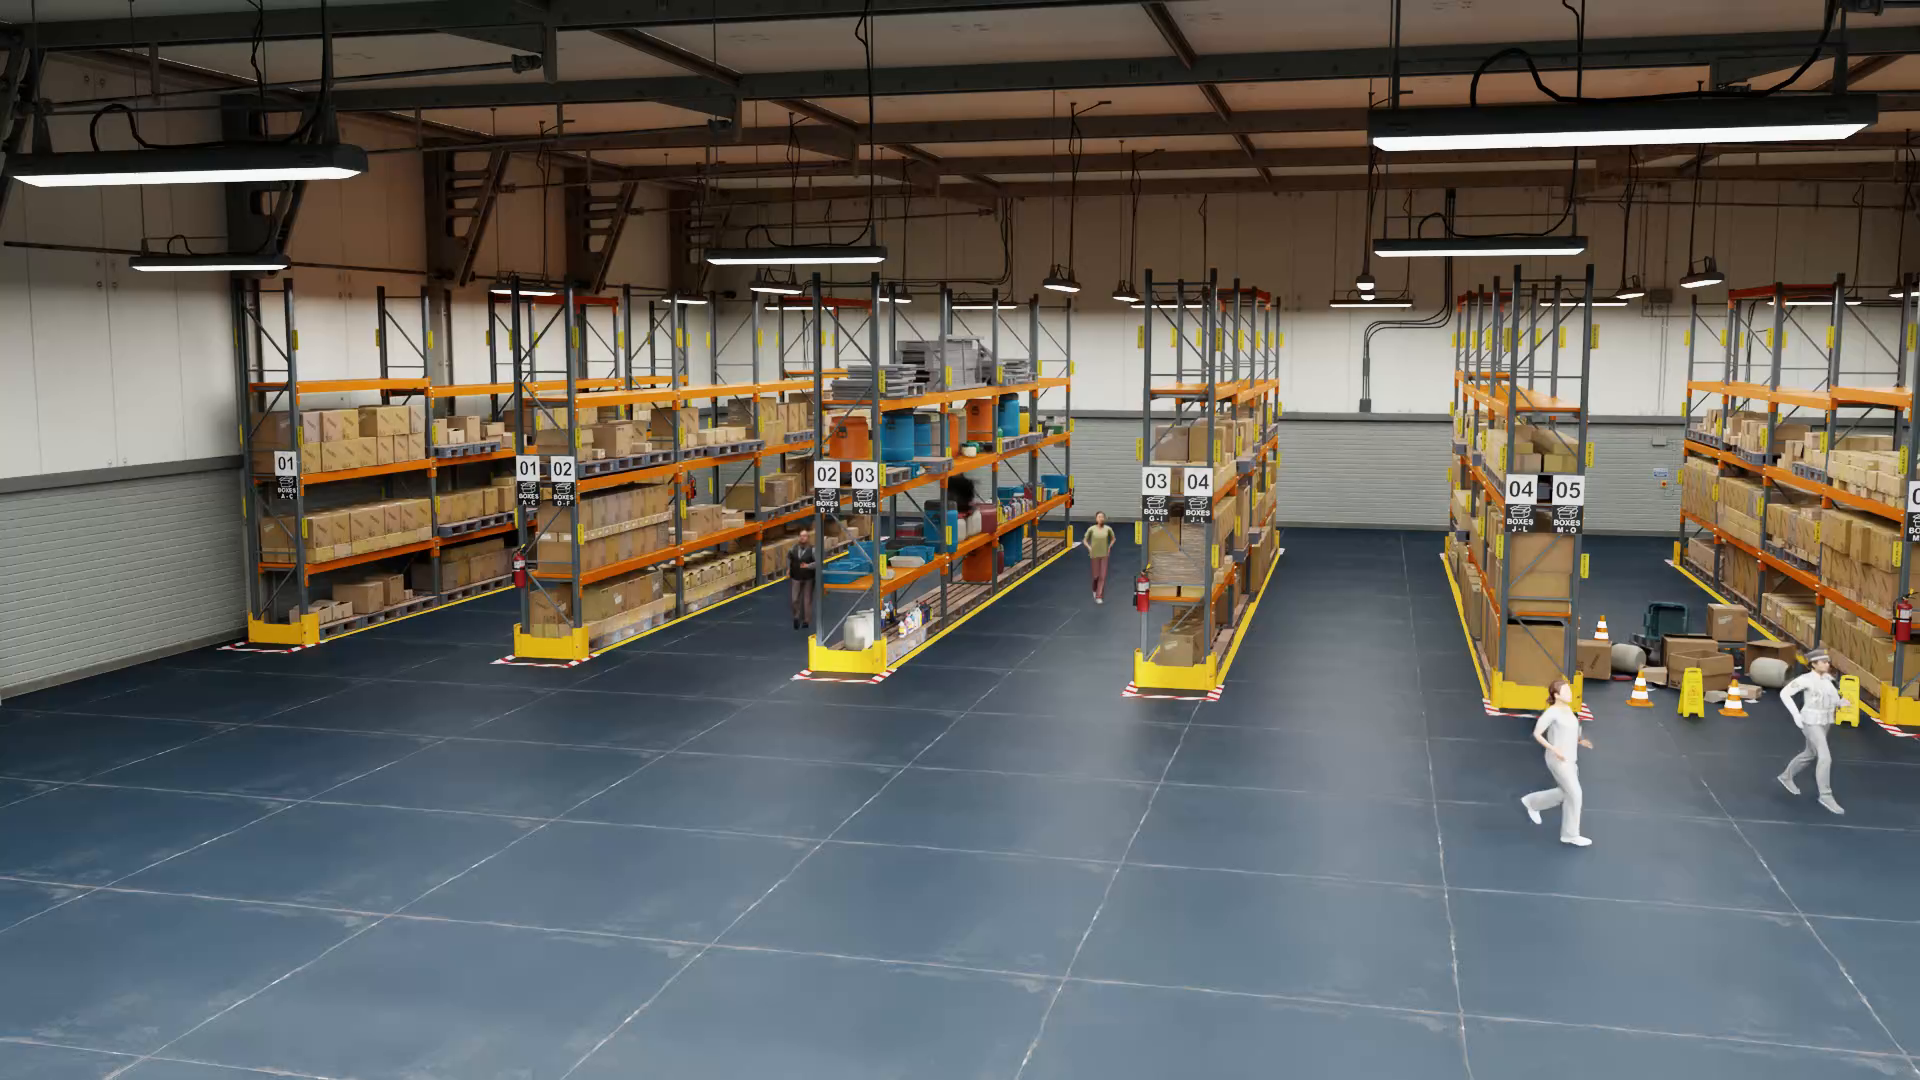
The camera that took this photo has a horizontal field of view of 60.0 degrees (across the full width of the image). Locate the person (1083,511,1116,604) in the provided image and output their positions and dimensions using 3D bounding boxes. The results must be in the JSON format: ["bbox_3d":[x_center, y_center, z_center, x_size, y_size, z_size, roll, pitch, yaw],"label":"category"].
[{"bbox_3d":[2.523,0.304,29.961,0.596,1.649,0.689,0,7,-3],"label":"person"}]

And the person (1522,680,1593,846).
[{"bbox_3d":[5.982,2.211,16.667,0.573,1.612,0.779,-6,9,-43],"label":"person"}]

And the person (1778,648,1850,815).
[{"bbox_3d":[9.204,1.991,17.923,0.596,1.684,0.759,-4,8,-30],"label":"person"}]

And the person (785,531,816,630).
[{"bbox_3d":[-2.695,0.695,28.360,0.644,1.697,0.638,0,7,2],"label":"person"}]
